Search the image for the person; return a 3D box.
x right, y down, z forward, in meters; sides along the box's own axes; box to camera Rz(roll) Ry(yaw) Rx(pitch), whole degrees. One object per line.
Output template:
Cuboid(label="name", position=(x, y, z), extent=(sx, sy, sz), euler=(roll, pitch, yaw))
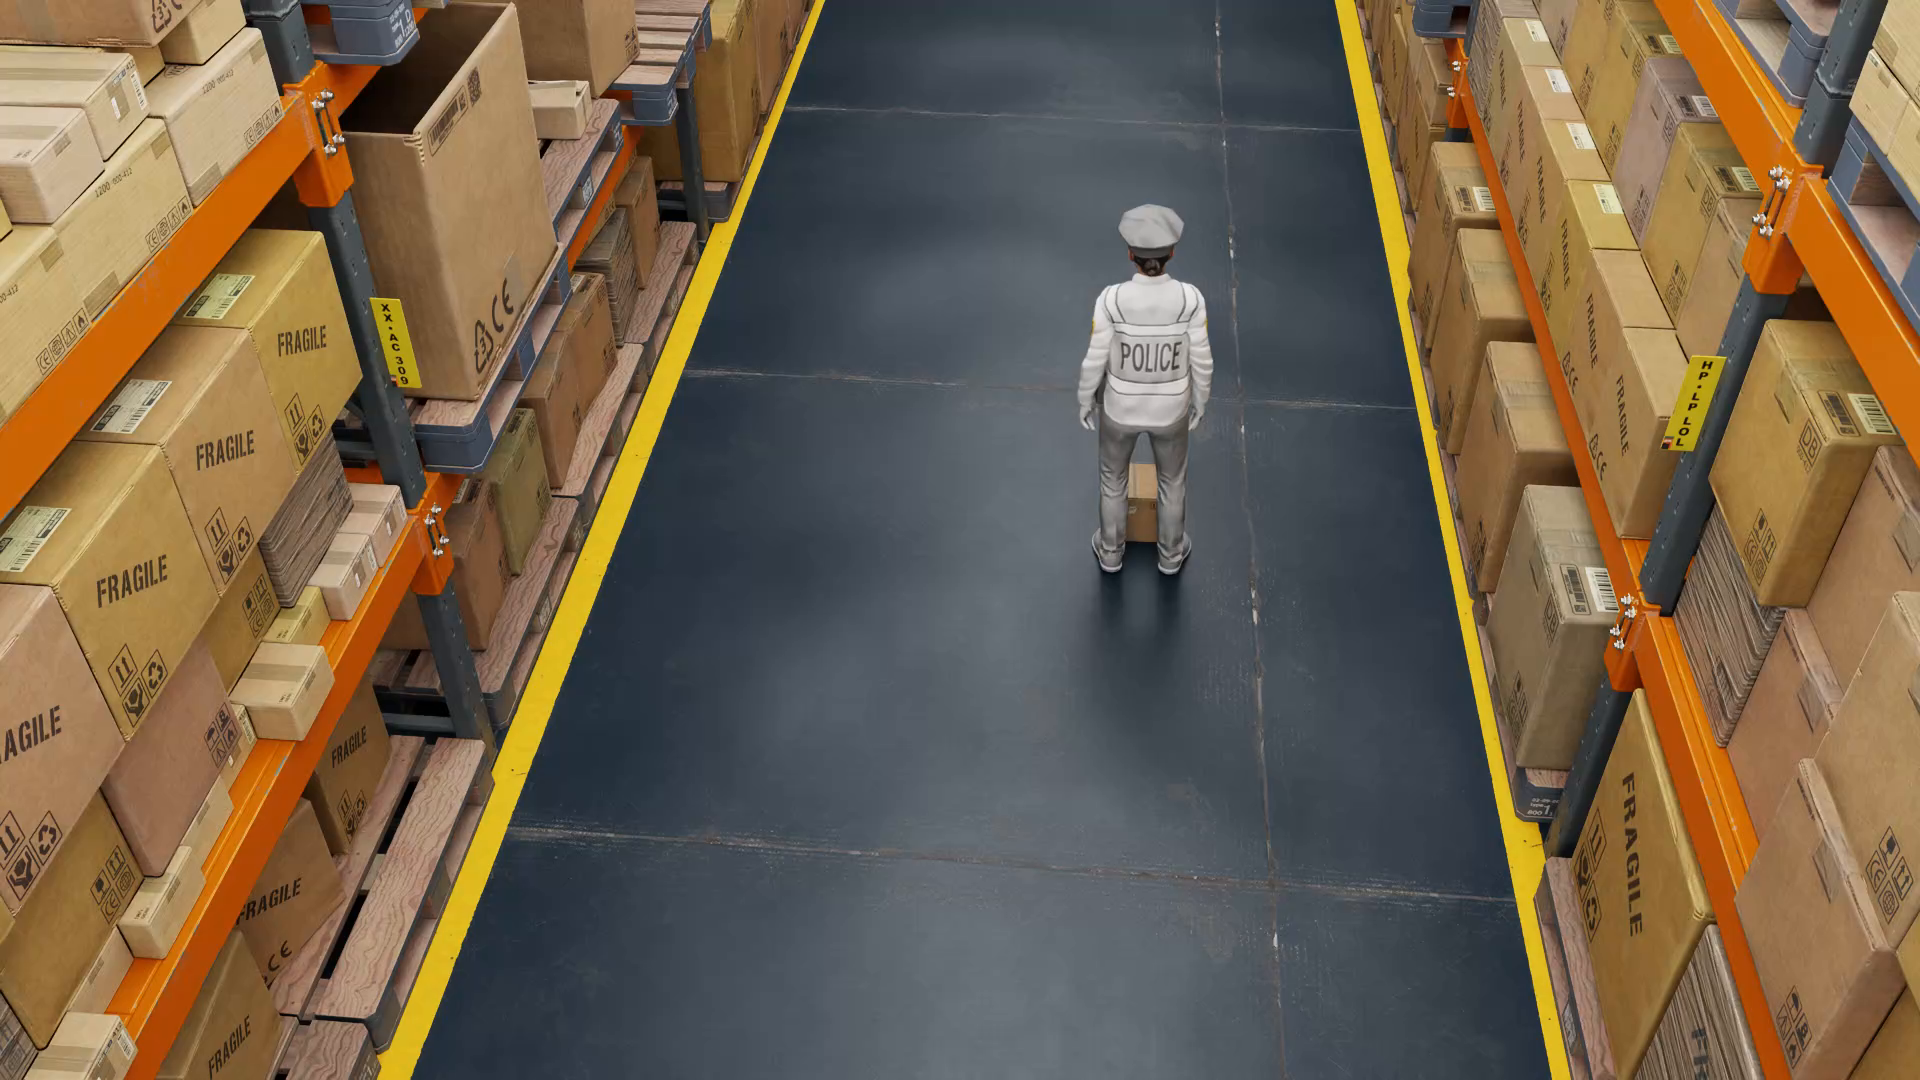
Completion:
Cuboid(label="person", position=(0.751, -0.553, 6.803), extent=(0.547, 1.666, 0.371), euler=(1, 40, 1))
